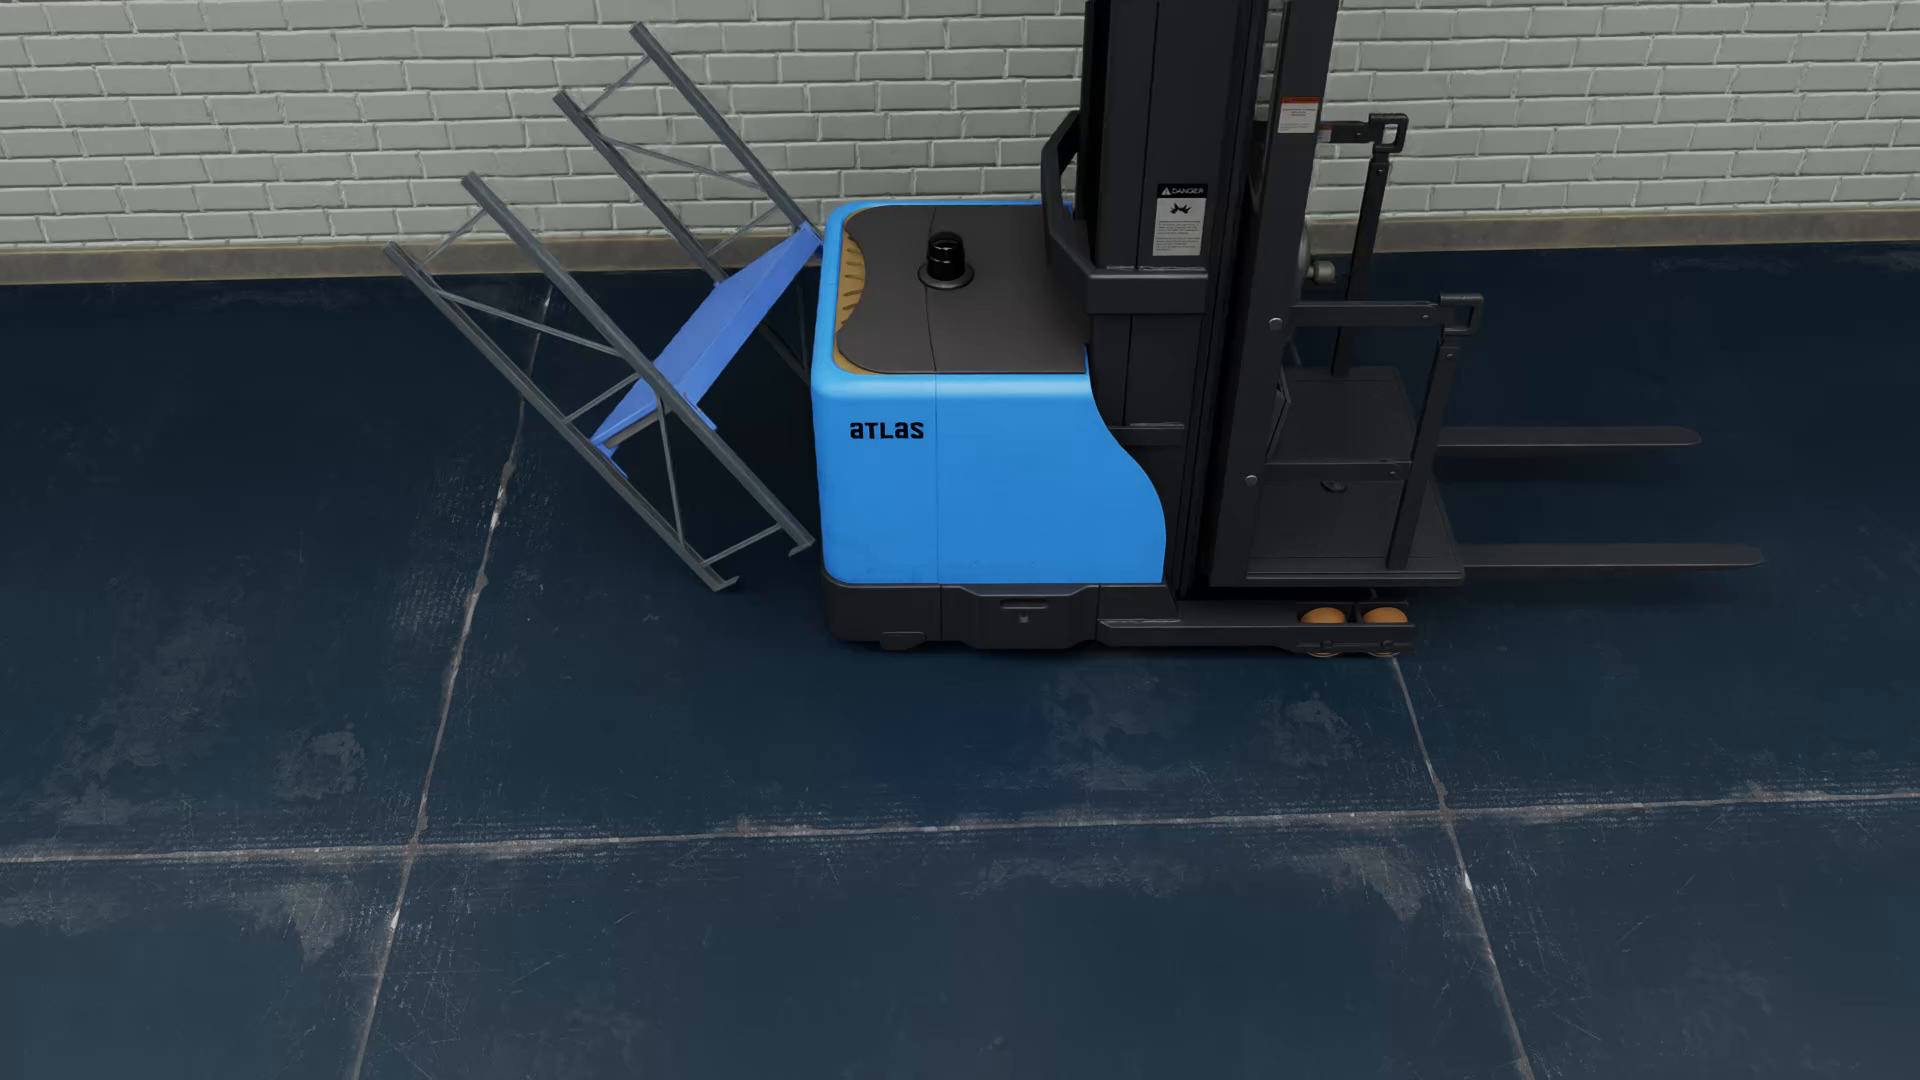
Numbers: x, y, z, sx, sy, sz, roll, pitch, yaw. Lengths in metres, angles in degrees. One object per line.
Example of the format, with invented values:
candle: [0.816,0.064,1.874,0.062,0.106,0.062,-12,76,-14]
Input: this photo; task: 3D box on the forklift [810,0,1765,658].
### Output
forklift: [1.074,-1.065,4.743,3.031,2.935,1.130,0,43,0]

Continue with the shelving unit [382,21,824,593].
shelving unit: [-0.933,-0.763,5.505,0.538,1.500,1.048,-24,26,39]

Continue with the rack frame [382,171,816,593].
rack frame: [-1.105,-0.439,5.152,0.500,1.500,0.032,-24,26,39]

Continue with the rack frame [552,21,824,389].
rack frame: [-0.762,-1.086,5.858,0.500,1.500,0.032,-24,26,39]

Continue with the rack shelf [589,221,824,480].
rack shelf: [-0.821,-0.636,5.566,0.538,0.185,1.000,-24,26,39]
